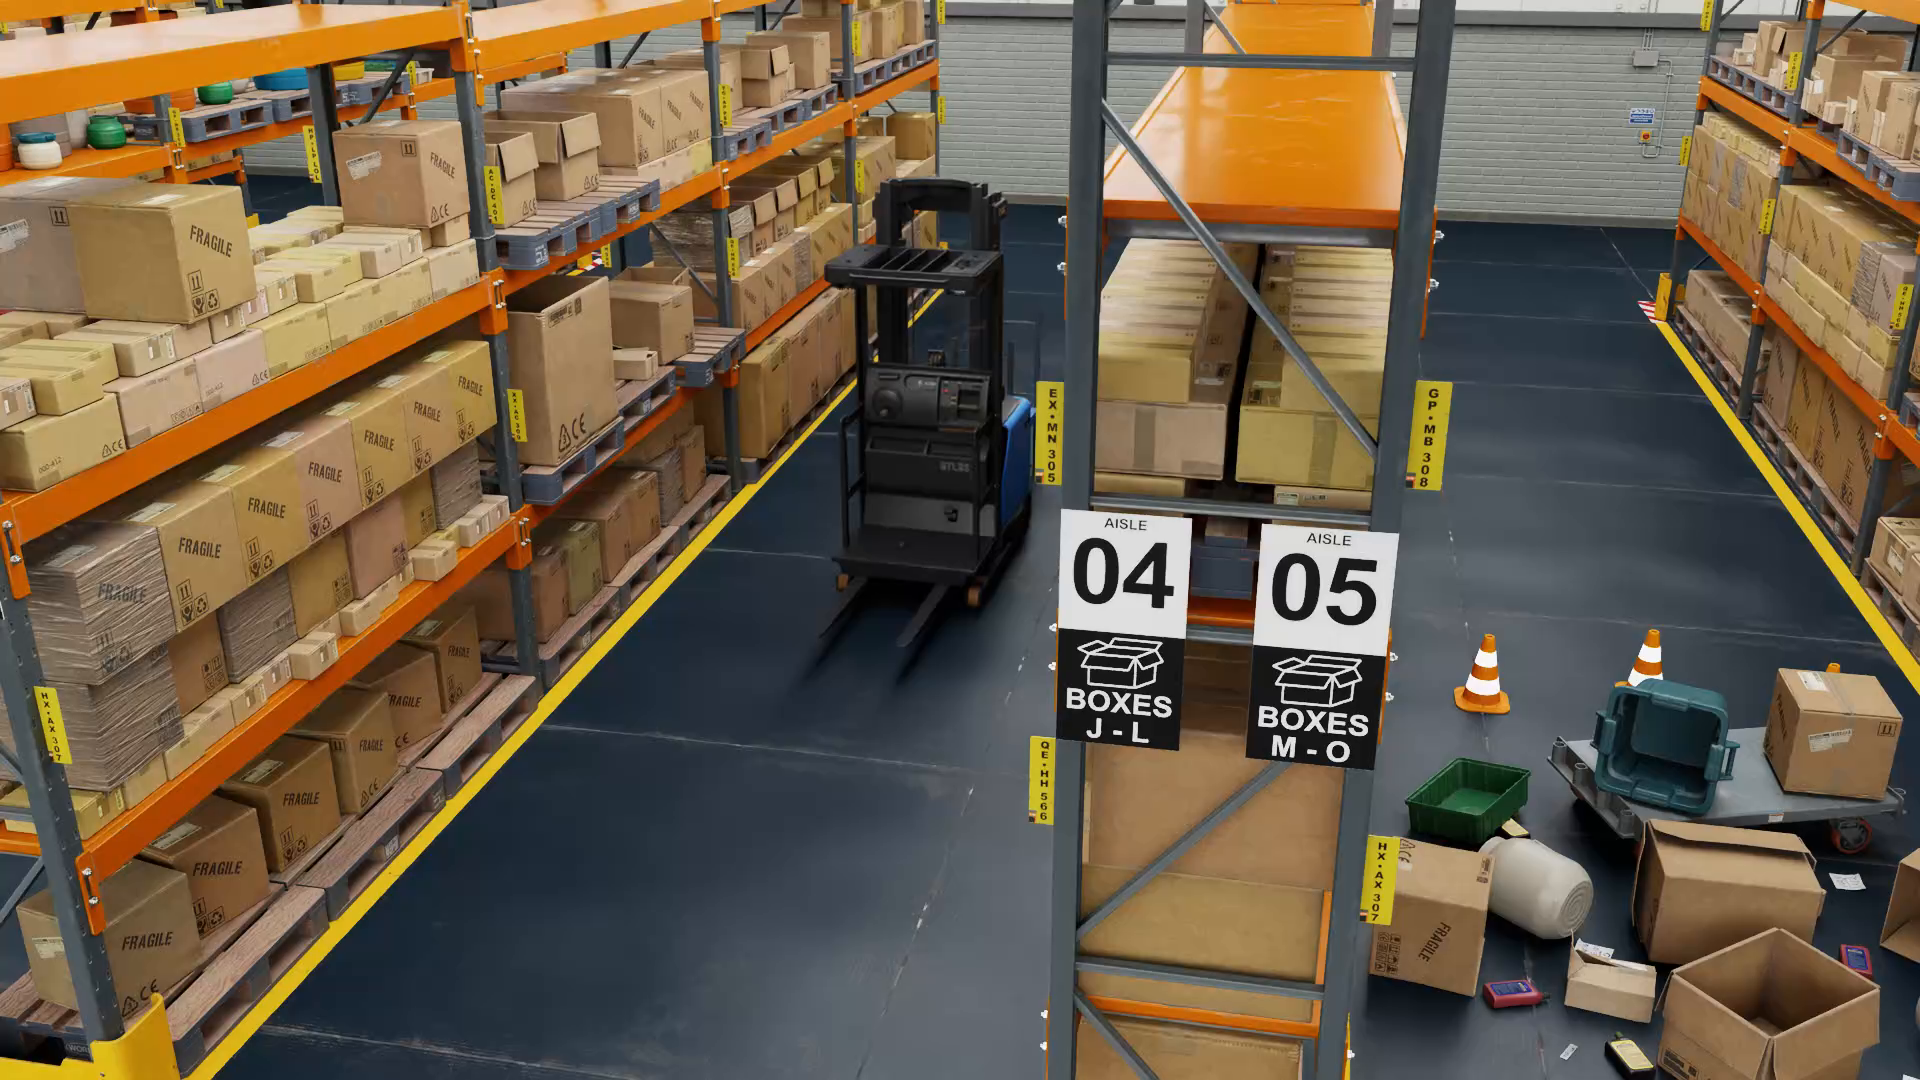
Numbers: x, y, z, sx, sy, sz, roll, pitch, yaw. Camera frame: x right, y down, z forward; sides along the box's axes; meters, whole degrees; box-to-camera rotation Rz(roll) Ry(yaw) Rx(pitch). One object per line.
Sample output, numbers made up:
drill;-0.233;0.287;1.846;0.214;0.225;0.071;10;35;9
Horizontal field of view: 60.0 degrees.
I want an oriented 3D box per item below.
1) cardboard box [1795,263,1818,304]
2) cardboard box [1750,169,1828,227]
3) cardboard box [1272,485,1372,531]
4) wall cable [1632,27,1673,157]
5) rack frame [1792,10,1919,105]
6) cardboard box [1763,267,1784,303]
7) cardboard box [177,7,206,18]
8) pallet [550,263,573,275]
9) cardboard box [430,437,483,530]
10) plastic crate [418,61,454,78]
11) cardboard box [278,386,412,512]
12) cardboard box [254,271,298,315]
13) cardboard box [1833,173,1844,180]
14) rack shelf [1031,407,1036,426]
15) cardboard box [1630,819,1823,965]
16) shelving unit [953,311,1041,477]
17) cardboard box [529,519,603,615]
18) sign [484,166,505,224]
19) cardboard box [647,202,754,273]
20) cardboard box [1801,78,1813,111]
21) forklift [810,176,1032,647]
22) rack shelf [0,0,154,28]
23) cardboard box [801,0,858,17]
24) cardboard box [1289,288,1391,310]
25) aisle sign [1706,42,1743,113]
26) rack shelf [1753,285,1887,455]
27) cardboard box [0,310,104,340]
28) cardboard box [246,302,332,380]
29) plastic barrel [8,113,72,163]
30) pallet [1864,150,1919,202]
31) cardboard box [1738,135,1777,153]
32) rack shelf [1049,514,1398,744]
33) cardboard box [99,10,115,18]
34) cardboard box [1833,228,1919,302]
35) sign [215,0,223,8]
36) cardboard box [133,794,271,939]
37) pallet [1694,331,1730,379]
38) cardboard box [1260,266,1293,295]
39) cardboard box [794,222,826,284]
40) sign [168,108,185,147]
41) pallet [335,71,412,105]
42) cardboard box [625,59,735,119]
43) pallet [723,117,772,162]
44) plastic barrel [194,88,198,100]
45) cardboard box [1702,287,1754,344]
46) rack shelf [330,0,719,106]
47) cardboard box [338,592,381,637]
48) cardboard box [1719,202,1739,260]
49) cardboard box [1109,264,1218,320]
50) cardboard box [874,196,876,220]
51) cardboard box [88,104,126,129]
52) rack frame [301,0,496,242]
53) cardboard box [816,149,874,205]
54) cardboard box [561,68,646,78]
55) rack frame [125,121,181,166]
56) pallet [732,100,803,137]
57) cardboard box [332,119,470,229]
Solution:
cardboard box;7.549;-2.206;14.347;0.500;0.250;0.500;5;22;12
cardboard box;7.949;-3.262;15.966;0.500;0.500;0.500;4;22;10
cardboard box;1.192;-0.127;5.279;0.380;0.149;0.250;5;22;11
wall cable;10.067;-6.571;24.252;0.585;1.953;0.123;4;22;11
rack frame;8.123;-5.341;14.570;1.000;3.000;0.127;4;22;11
cardboard box;7.775;-2.348;15.369;0.500;0.250;0.500;4;22;10
cardboard box;-10.315;-6.880;21.937;0.500;0.250;0.500;4;22;11
pallet;-5.817;-3.562;21.916;1.003;0.211;1.213;4;22;11
cardboard box;-3.363;-0.413;9.831;0.875;0.500;0.500;4;22;11
plastic crate;-5.905;-5.456;19.044;0.497;0.269;0.590;4;22;11
cardboard box;-3.237;-0.485;8.672;0.500;0.500;0.500;4;22;11
cardboard box;-3.400;-1.180;7.919;0.380;0.149;0.250;4;22;9
cardboard box;8.441;-3.465;15.602;0.380;0.149;0.250;4;22;10
rack shelf;0.319;-0.930;14.137;0.538;0.185;1.000;6;23;14
cardboard box;3.737;1.747;8.160;0.797;0.637;0.503;4;22;11
shelving unit;0.319;-1.097;14.069;0.538;1.500;1.048;6;23;14
cardboard box;-2.949;0.171;11.670;0.700;0.500;0.500;4;22;11
sign;-2.678;-1.981;9.549;0.100;0.325;0.005;4;22;11
cardboard box;-2.230;-2.629;14.389;0.797;0.503;0.637;5;23;13
cardboard box;7.678;-3.926;14.689;0.396;0.266;0.258;4;22;10
forklift;-0.291;-1.027;11.981;1.130;2.935;3.031;6;23;14
rack shelf;-7.652;-3.761;12.144;1.077;0.370;4.000;4;22;11
cardboard box;-1.380;-5.684;17.603;0.500;0.250;0.500;3;22;7
cardboard box;1.344;-0.771;5.812;0.380;0.149;0.250;5;22;11
aisle sign;8.670;-5.276;18.958;0.394;0.787;0.004;4;22;11
rack shelf;7.715;-1.493;14.009;1.077;0.370;4.000;4;22;11
cardboard box;-3.959;-0.927;7.291;0.380;0.149;0.250;5;22;12
cardboard box;-3.370;-0.964;7.918;0.500;0.250;0.500;5;22;13
plastic barrel;-7.624;-3.569;13.513;0.600;0.901;0.600;0;22;0
pallet;7.386;-2.639;12.128;1.213;0.211;1.003;6;23;13
cardboard box;8.232;-4.060;17.079;0.380;0.149;0.250;4;22;11
rack shelf;1.216;-0.299;7.029;1.077;0.370;4.000;4;22;11
cardboard box;-10.924;-6.703;20.493;0.700;0.500;0.500;4;22;11
cardboard box;7.361;-2.184;13.289;0.500;0.500;0.500;4;22;11
sign;-9.920;-7.286;22.228;0.100;0.325;0.005;4;22;11
cardboard box;-3.795;1.591;8.171;0.500;0.500;0.500;11;24;25
pallet;8.601;-1.985;17.999;1.003;0.211;1.213;4;22;11
cardboard box;1.465;-0.922;6.719;0.500;0.250;0.500;4;22;11
cardboard box;-1.614;-2.796;16.148;0.500;0.500;0.500;4;22;10
sign;-6.704;-3.532;14.233;0.100;0.325;0.005;4;22;11
pallet;-6.492;-4.701;17.249;1.213;0.211;1.003;4;22;11
cardboard box;-2.341;-3.714;13.844;0.797;0.503;0.637;6;23;14
pallet;-2.315;-3.394;14.004;1.213;0.211;1.003;6;23;13
plastic barrel;-7.168;-4.154;15.260;0.301;0.262;0.301;0;22;0
cardboard box;8.724;-2.443;18.272;0.875;0.438;0.875;5;22;12
rack shelf;-2.803;-3.383;11.206;1.077;0.370;4.000;4;22;11
cardboard box;-3.288;0.377;8.739;0.380;0.149;0.250;4;22;11
cardboard box;8.155;-3.167;17.069;0.500;0.500;0.500;4;22;10
cardboard box;0.753;-0.916;6.171;0.380;0.149;0.250;5;22;11
cardboard box;-1.120;-3.716;18.367;0.500;0.250;0.500;4;22;11
cardboard box;-10.694;-5.108;20.549;0.500;0.500;0.500;4;22;9
rack frame;-3.211;-3.171;9.181;1.000;3.000;0.127;4;22;11
cardboard box;-1.231;-3.886;17.785;0.500;0.500;0.500;4;22;11
cardboard box;-2.743;-3.368;12.884;0.500;0.500;0.500;5;22;11
rack frame;-7.244;-2.229;14.872;1.000;3.000;0.127;4;22;11
pallet;-2.090;-3.803;15.020;1.003;0.211;1.213;6;23;13
cardboard box;-3.053;-2.012;9.117;0.500;0.500;0.500;4;22;9
